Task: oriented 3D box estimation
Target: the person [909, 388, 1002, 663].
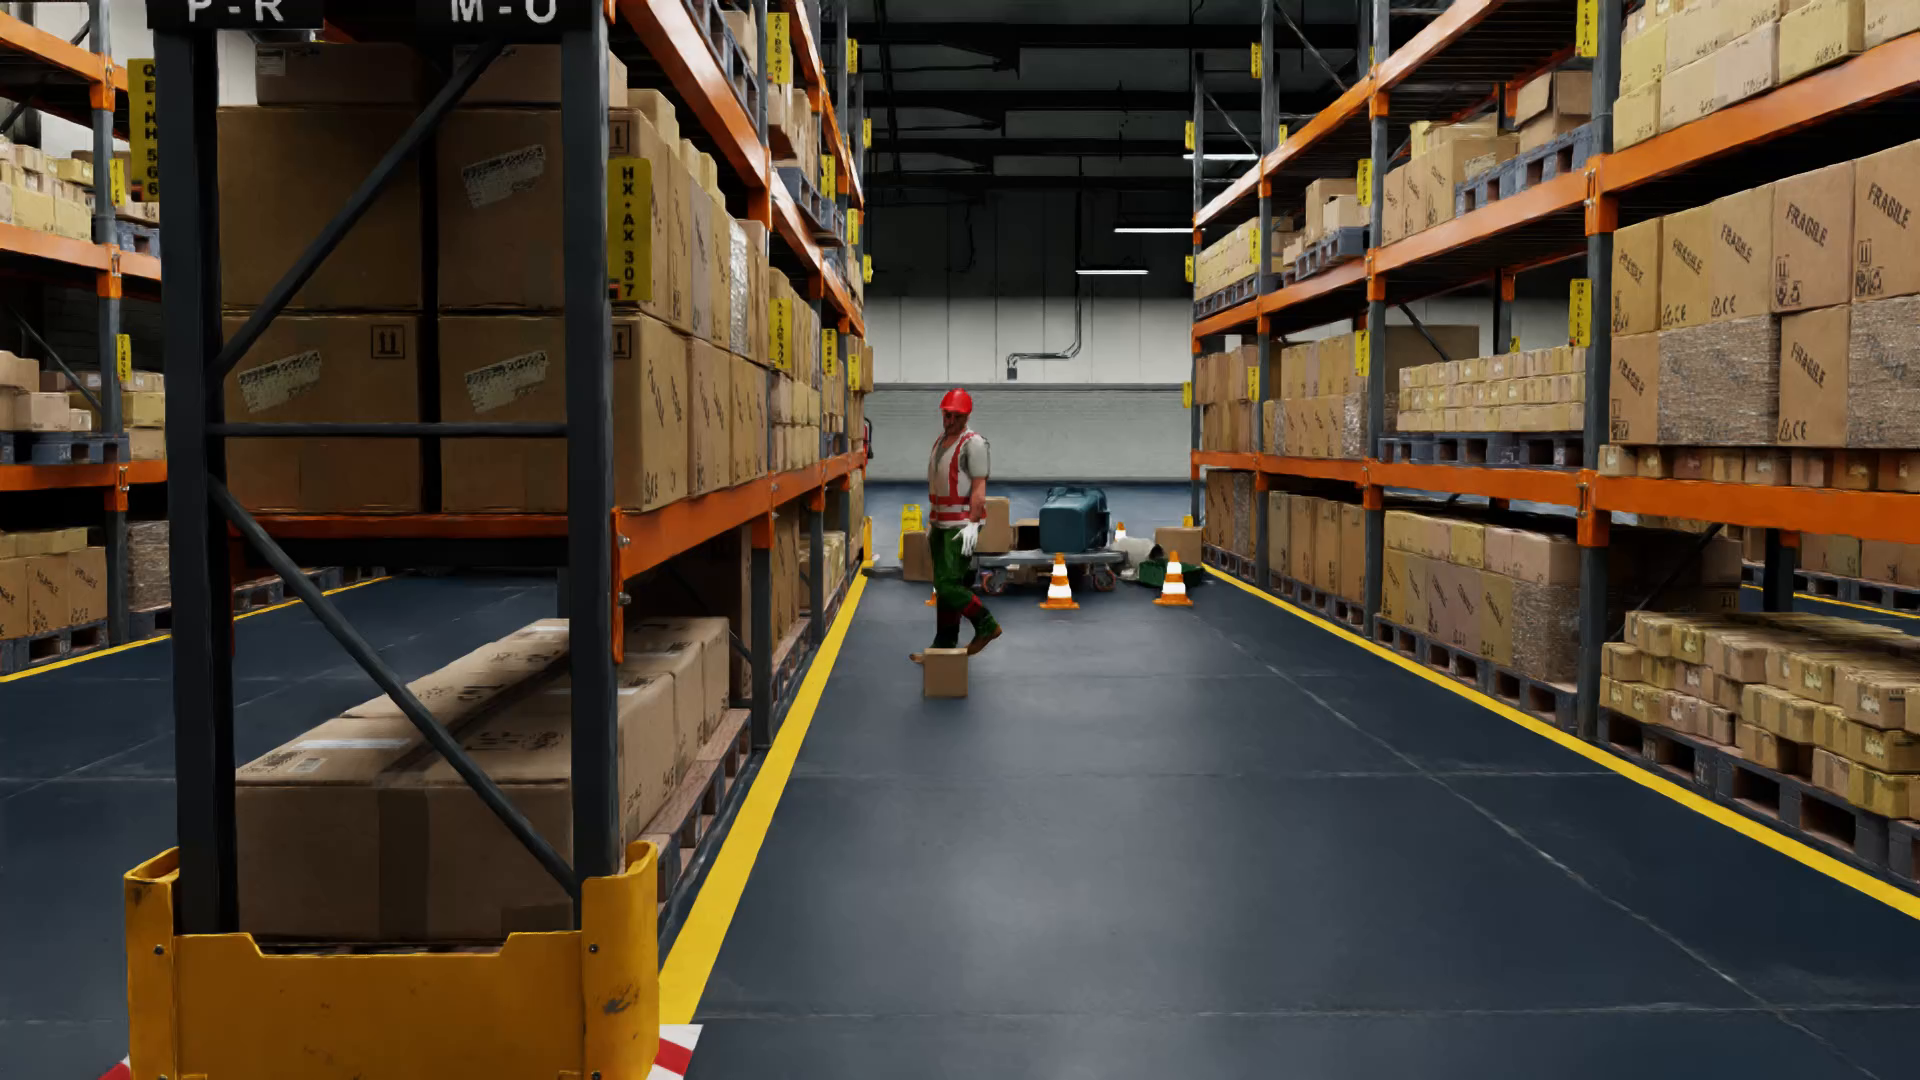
[{"bbox_3d":[0.008,-0.073,10.552,0.509,1.776,0.634,-2,4,-30],"label":"person"}]
